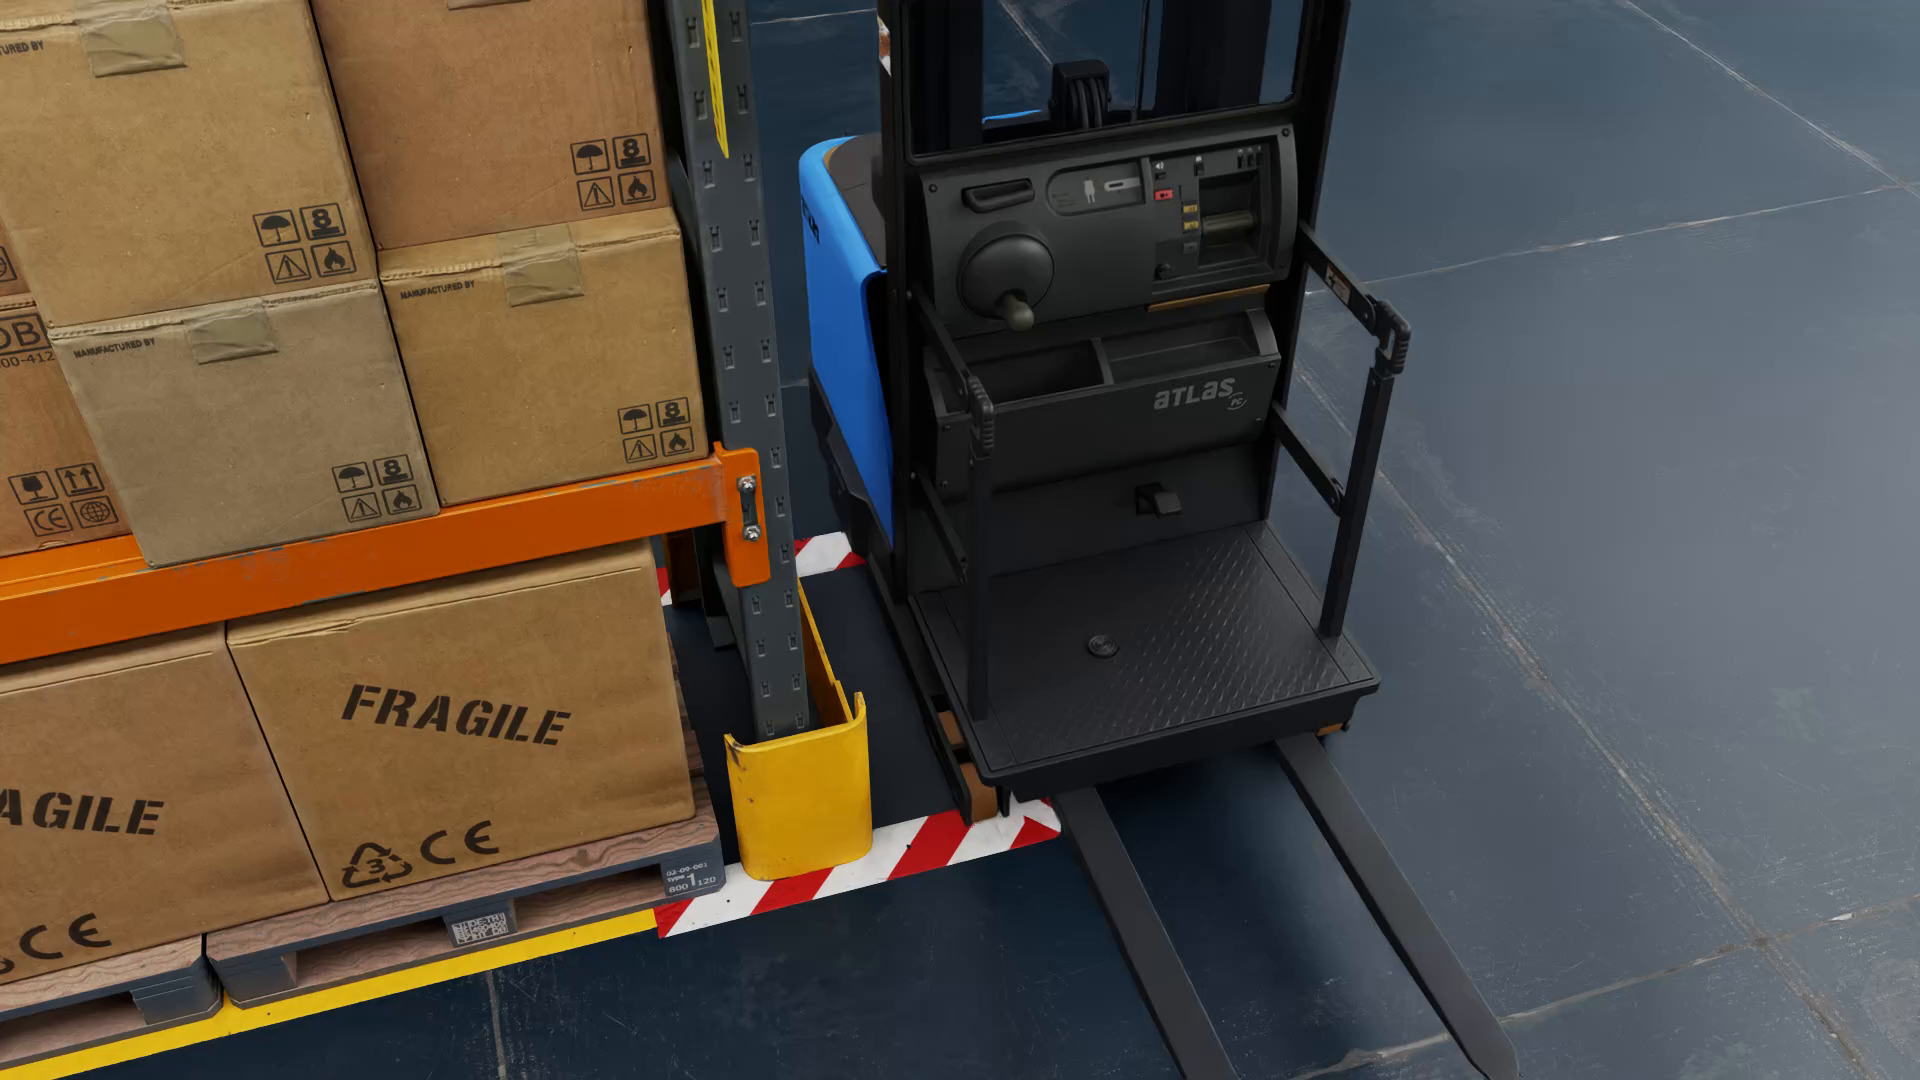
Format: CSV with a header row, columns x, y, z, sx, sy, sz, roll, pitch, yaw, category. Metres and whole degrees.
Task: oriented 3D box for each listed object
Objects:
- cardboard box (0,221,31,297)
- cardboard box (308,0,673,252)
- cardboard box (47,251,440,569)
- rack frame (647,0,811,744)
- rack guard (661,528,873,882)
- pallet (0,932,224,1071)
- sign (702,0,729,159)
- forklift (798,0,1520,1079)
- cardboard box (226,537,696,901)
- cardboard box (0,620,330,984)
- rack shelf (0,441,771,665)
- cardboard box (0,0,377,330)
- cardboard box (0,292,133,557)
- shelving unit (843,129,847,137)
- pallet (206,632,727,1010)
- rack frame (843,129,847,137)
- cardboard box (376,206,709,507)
x,y,z,sx,sy,sz,roll,pitch,yaw,category
-2.011,-0.863,3.023,0.550,0.550,0.875,-12,42,-13,cardboard box
-0.939,-1.055,3.243,0.550,0.550,0.875,-12,42,-13,cardboard box
-1.432,-0.473,3.398,0.550,0.550,0.875,-12,42,-13,cardboard box
-0.573,-0.641,3.704,0.127,3.000,1.000,-12,42,-13,rack frame
-0.551,0.296,4.532,0.348,0.500,1.175,-12,42,-13,rack guard
-2.474,0.855,4.111,1.213,0.211,1.003,-12,42,-13,pallet
-0.424,-0.823,2.852,0.005,0.325,0.100,-12,42,-13,sign
0.433,-0.659,3.777,1.130,2.935,3.031,-12,43,-13,forklift
-1.200,0.177,4.064,0.875,0.875,0.875,-11,42,-13,cardboard box
-2.039,0.352,3.863,0.875,0.875,0.875,-12,43,-14,cardboard box
-2.481,0.025,3.488,4.000,0.370,1.077,-12,42,-13,rack shelf
-1.436,-0.888,3.052,0.550,0.550,0.875,-12,42,-13,cardboard box
-2.004,-0.441,3.361,0.550,0.550,0.875,-12,42,-13,cardboard box
-0.240,-0.930,5.619,0.210,0.900,0.258,-11,39,-12,shelving unit
-1.313,0.616,4.384,1.213,0.211,1.003,-12,42,-13,pallet
-0.338,-0.912,5.598,0.006,0.900,0.240,-11,39,-12,rack frame
-0.914,-0.596,3.538,0.550,0.550,0.875,-12,42,-13,cardboard box
